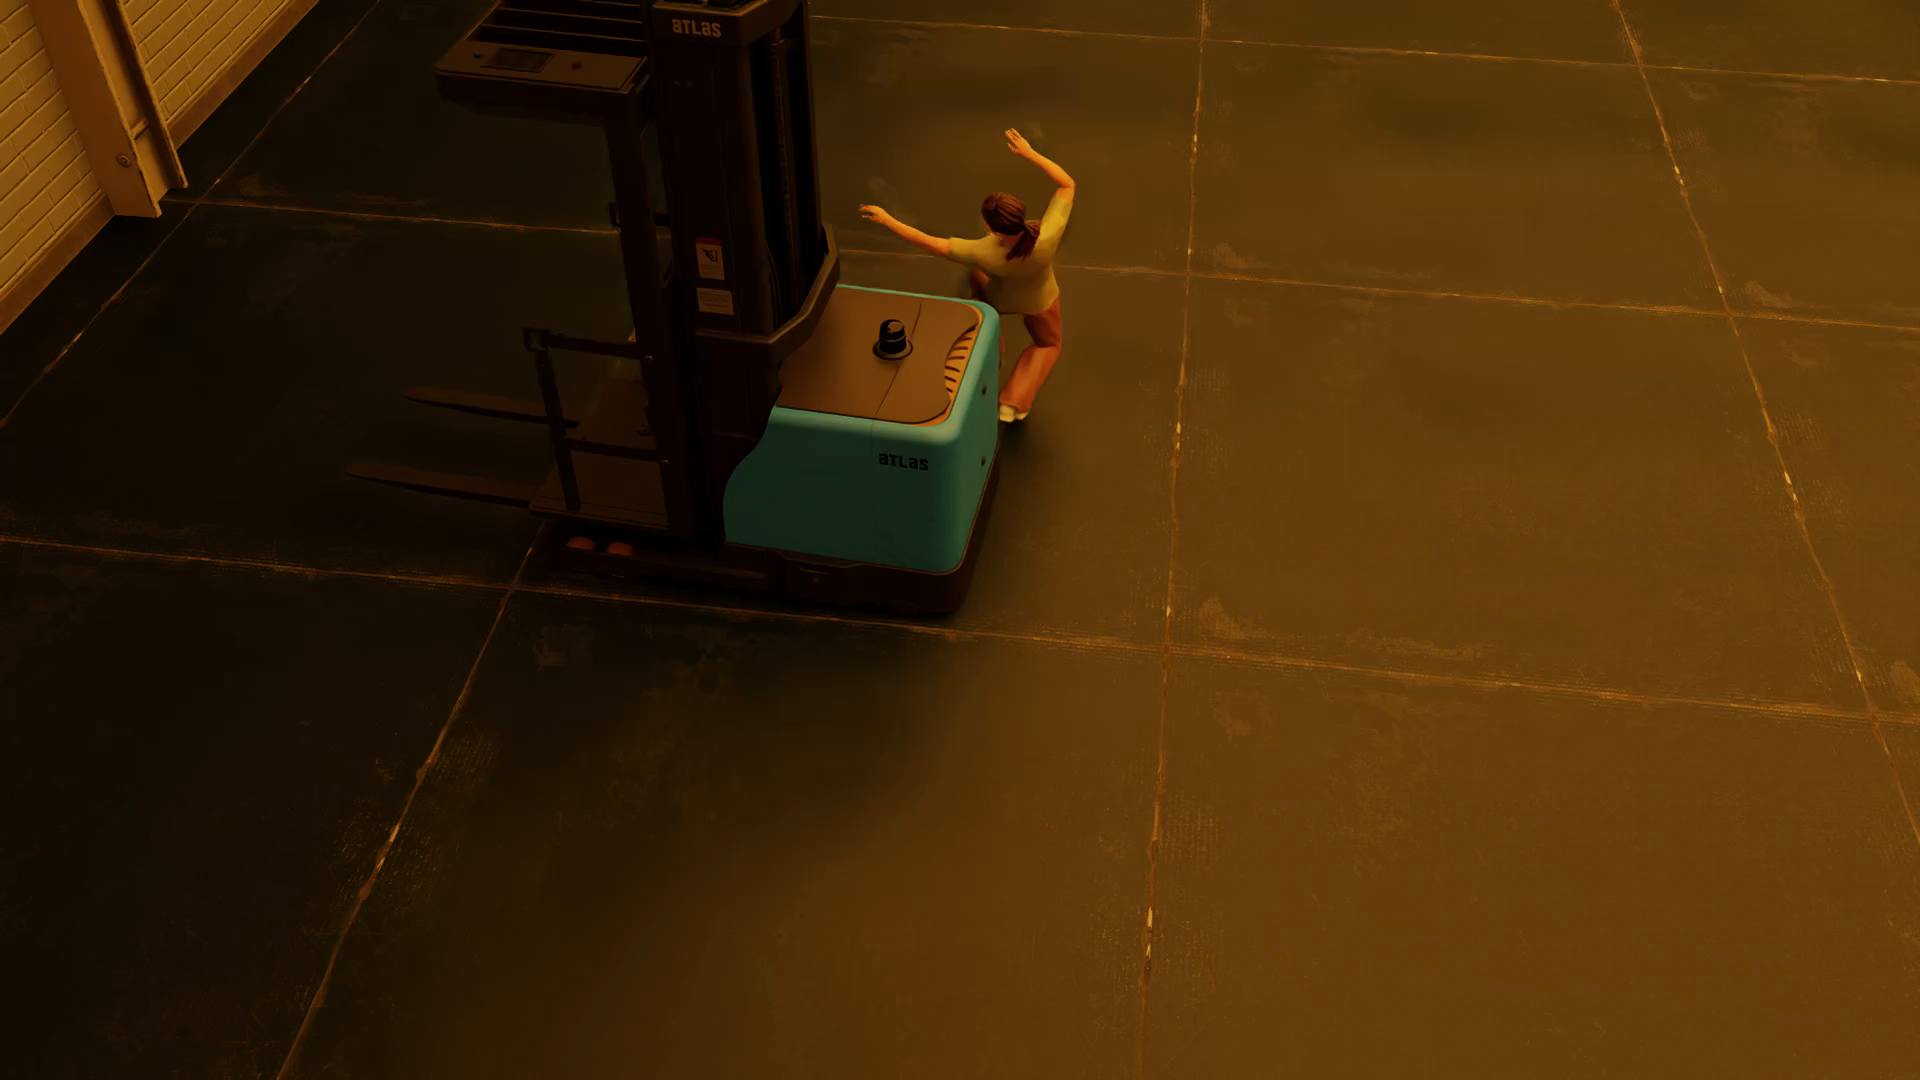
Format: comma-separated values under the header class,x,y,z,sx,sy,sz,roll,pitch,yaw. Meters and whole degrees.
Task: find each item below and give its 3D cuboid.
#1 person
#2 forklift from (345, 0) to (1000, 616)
class,x,y,z,sx,sy,sz,roll,pitch,yaw
person,0.049,-1.324,8.225,0.991,1.527,0.801,4,43,5
forklift,-1.380,-1.247,7.081,3.031,2.935,1.130,8,43,9
